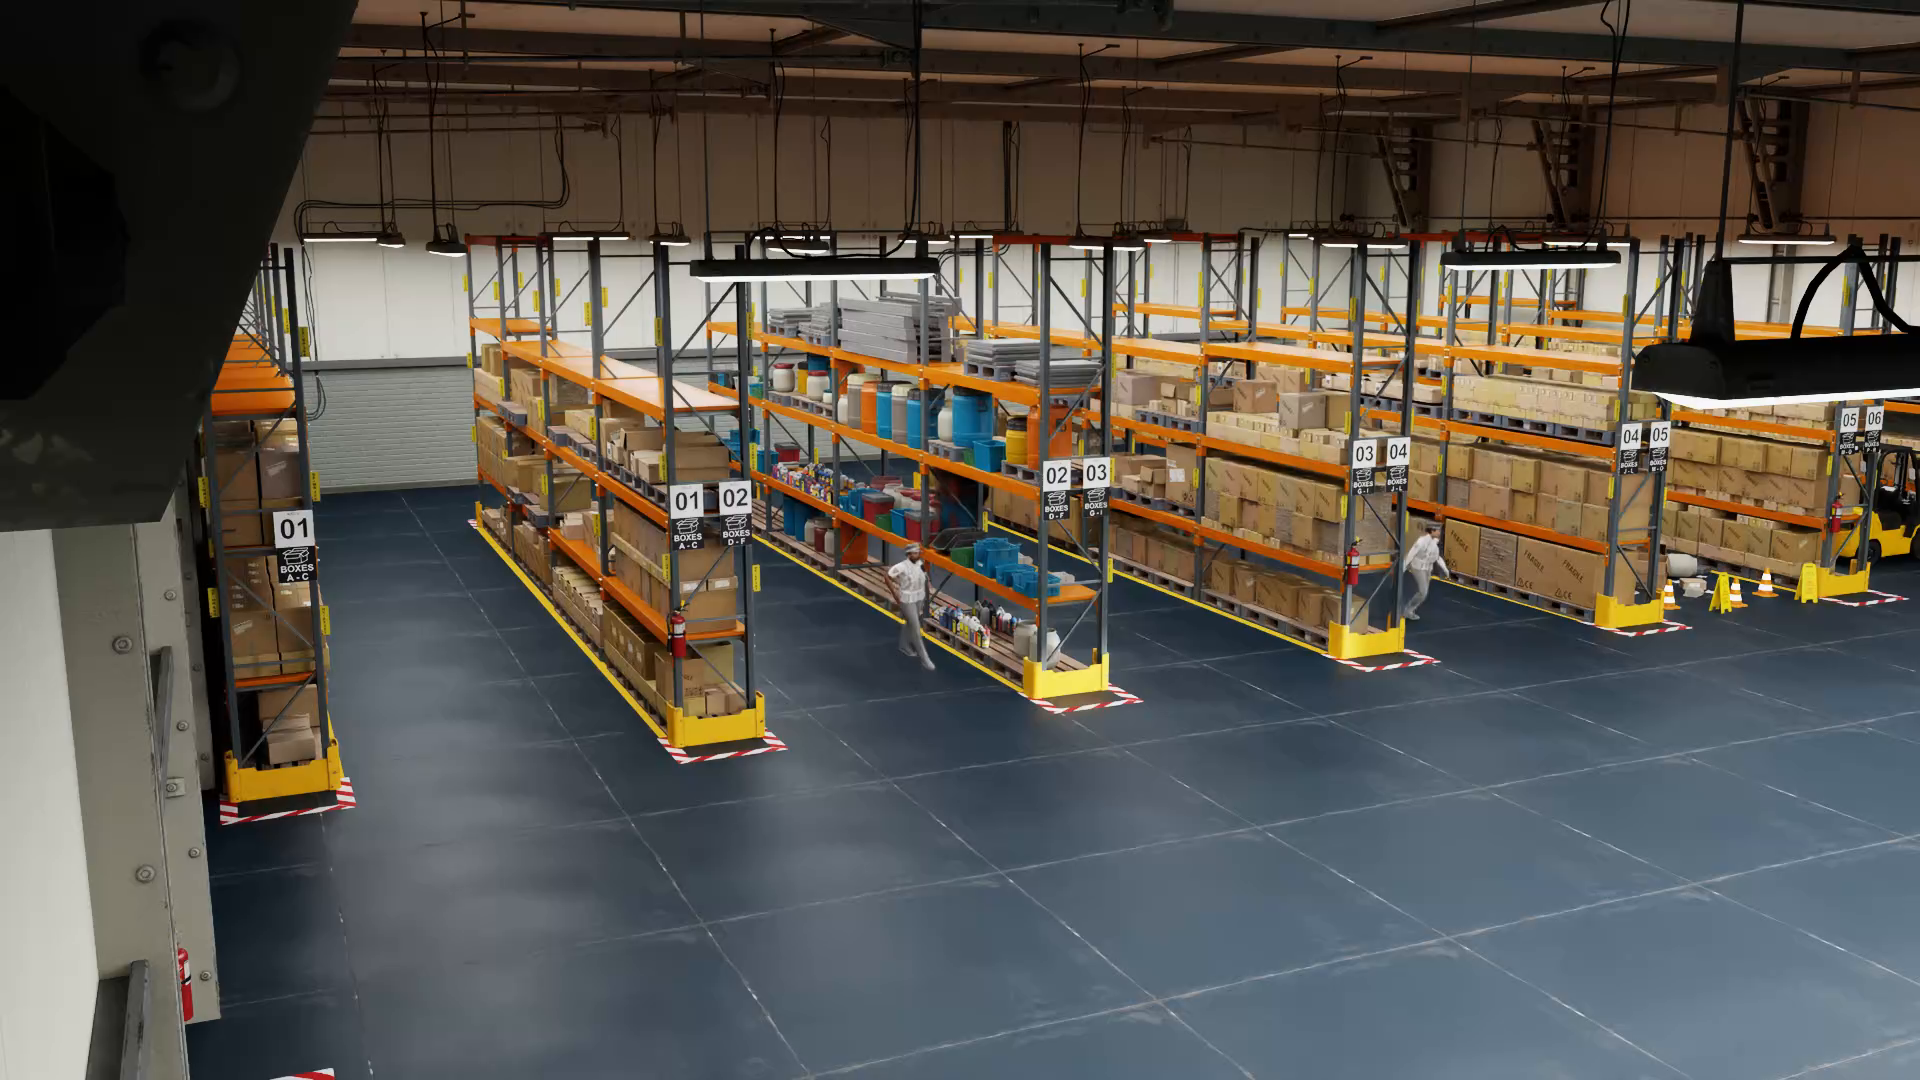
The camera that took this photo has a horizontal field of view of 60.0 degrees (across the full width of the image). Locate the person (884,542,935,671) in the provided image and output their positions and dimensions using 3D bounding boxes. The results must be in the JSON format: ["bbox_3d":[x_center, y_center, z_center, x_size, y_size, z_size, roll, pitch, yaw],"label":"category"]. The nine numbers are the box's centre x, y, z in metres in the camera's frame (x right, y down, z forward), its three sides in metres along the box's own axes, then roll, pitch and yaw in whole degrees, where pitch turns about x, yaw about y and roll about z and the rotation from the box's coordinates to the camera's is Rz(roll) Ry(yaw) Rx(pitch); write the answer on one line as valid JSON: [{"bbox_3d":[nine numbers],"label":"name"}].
[{"bbox_3d":[-0.678,0.882,22.722,0.734,1.767,0.664,10,15,41],"label":"person"}]

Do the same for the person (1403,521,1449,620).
[{"bbox_3d":[7.369,0.488,26.364,0.614,1.602,0.622,-10,15,-42],"label":"person"}]

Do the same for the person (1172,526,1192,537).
[{"bbox_3d":[4.413,-0.704,32.286,0.652,1.713,0.712,-9,14,-38],"label":"person"}]
